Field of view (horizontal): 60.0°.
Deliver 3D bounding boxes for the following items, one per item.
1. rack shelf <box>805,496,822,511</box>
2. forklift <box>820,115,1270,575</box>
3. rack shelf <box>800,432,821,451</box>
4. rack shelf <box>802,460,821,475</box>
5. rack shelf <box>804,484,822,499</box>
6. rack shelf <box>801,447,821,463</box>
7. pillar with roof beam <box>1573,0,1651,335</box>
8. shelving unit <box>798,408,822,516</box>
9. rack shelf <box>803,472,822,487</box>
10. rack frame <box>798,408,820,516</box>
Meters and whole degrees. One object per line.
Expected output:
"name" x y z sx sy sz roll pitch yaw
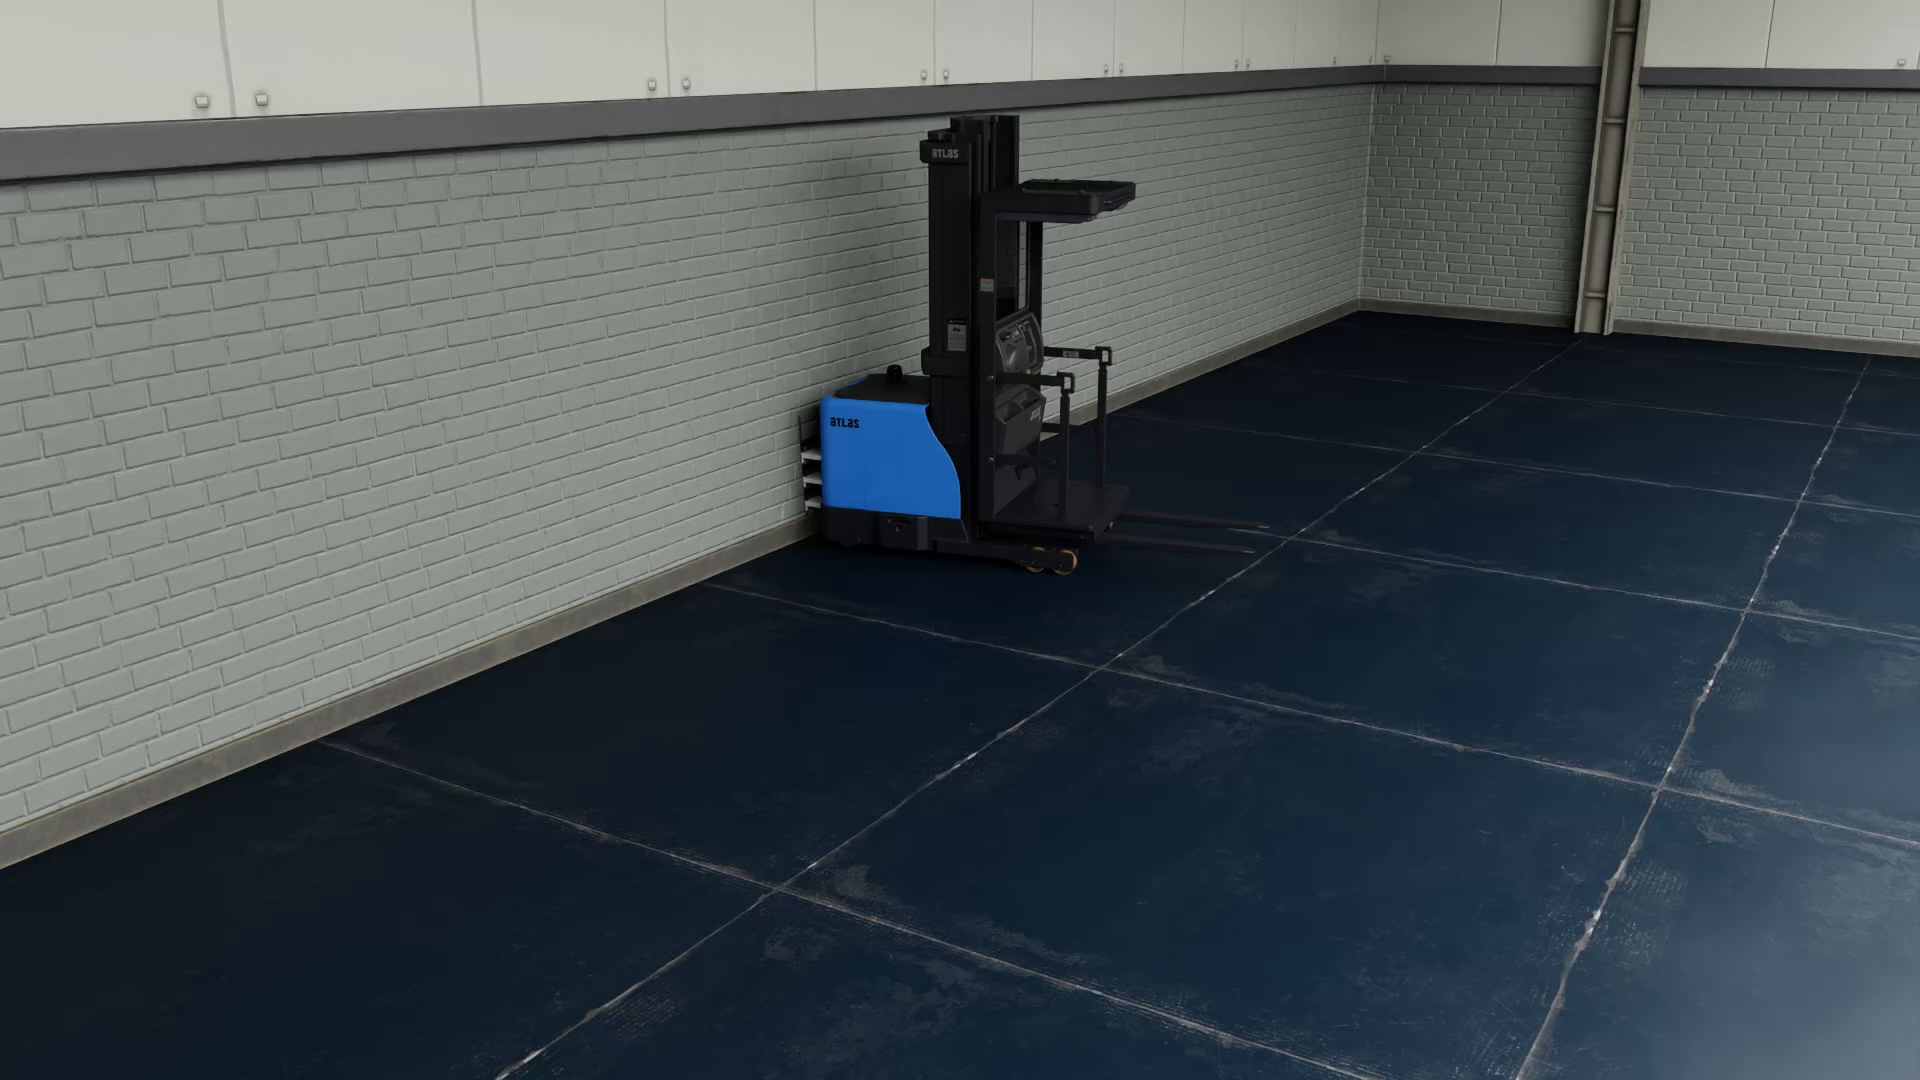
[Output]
"rack shelf" -0.959 -0.270 11.944 0.200 0.077 0.258 9 23 29
"forklift" 0.594 -1.343 11.259 3.031 2.935 1.130 6 18 18
"rack shelf" -0.978 -0.691 11.788 0.200 0.077 0.258 9 23 29
"rack shelf" -0.970 -0.522 11.850 0.200 0.077 0.258 9 23 29
"rack shelf" -0.962 -0.354 11.913 0.200 0.077 0.258 9 23 29
"rack shelf" -0.974 -0.607 11.819 0.200 0.077 0.258 9 23 29
"pillar with roof beam" 5.446 -5.772 15.402 0.400 9.000 9.100 10 20 30
"shelving unit" -0.968 -0.469 11.870 0.210 0.900 0.258 9 23 29
"rack shelf" -0.966 -0.438 11.882 0.200 0.077 0.258 9 23 29
"rack frame" -1.056 -0.484 11.919 0.006 0.900 0.240 9 23 29
